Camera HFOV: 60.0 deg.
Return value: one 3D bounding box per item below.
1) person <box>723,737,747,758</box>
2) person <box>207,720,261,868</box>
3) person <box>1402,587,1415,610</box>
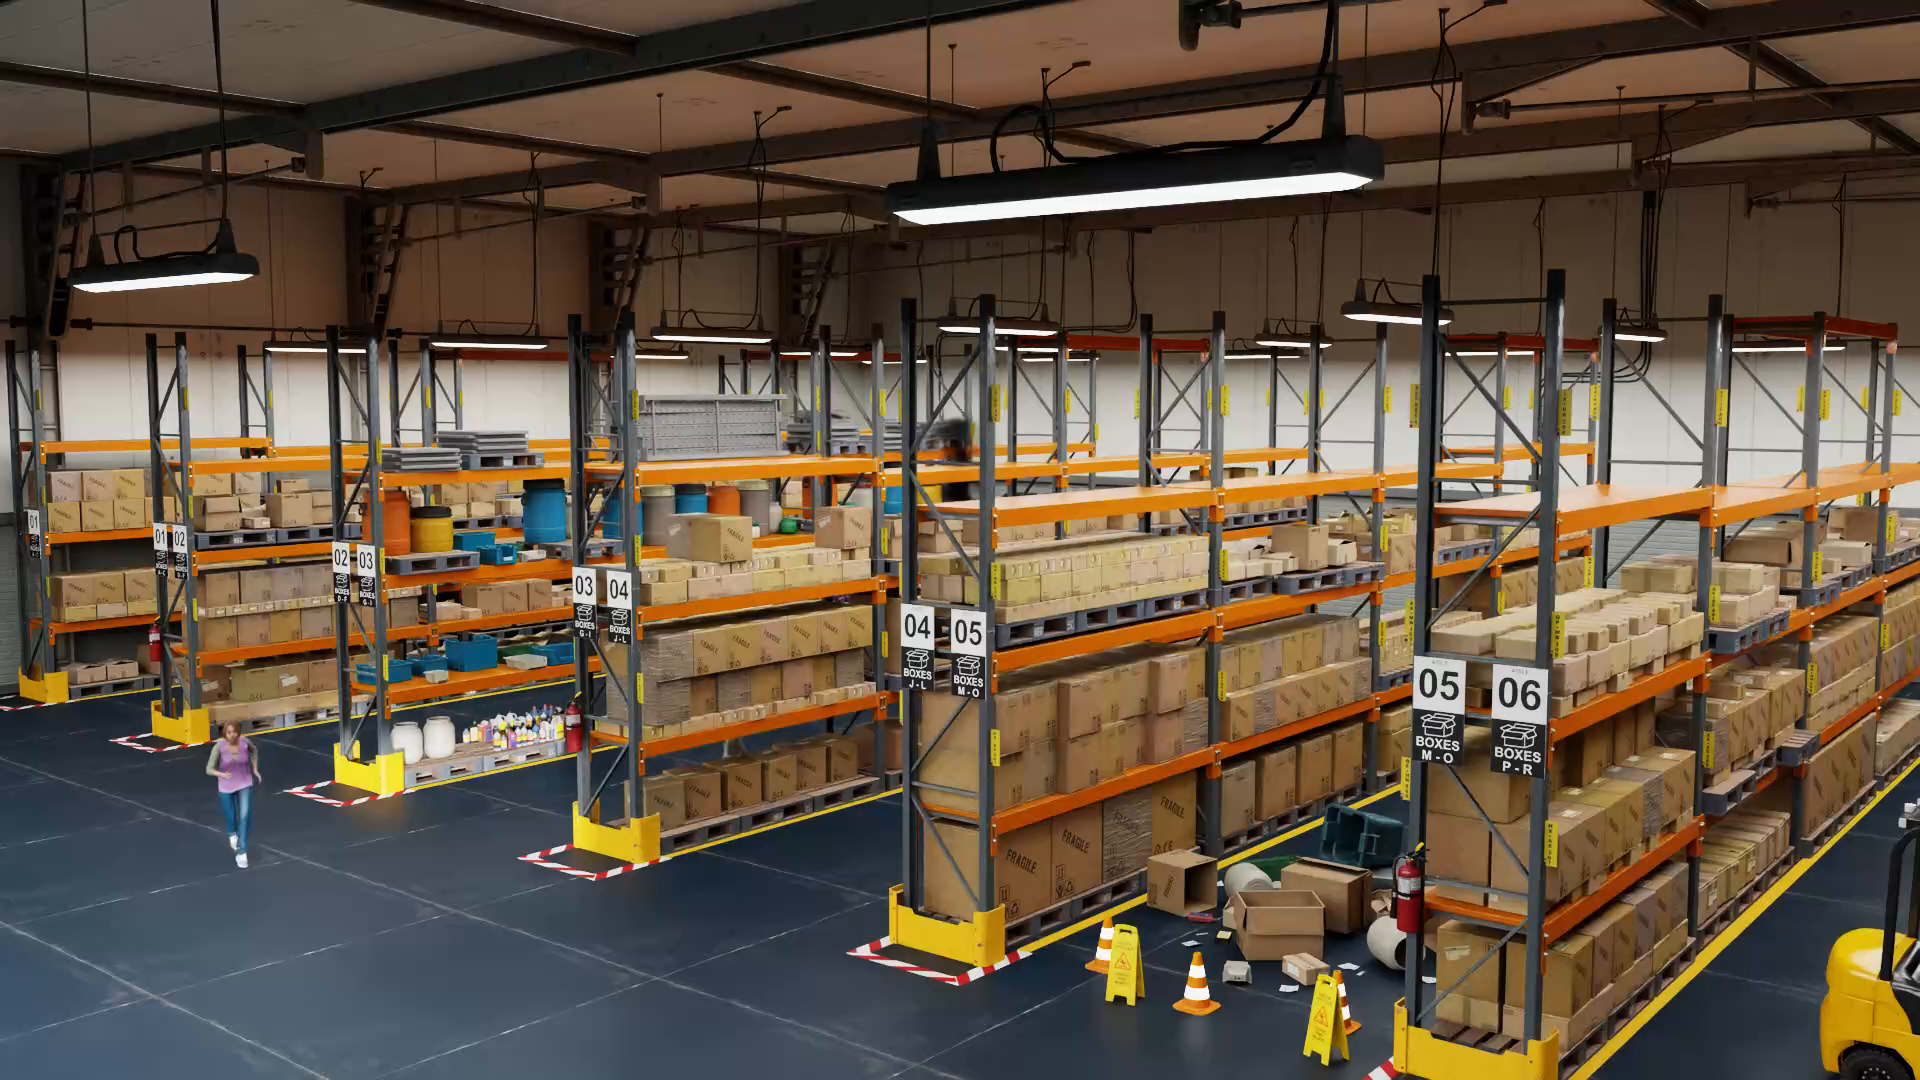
[{"bbox_3d":[-3.083,2.339,22.391,0.567,1.643,0.955,2,6,22],"label":"person"},{"bbox_3d":[-7.955,2.733,18.238,0.546,1.557,0.924,-2,6,-24],"label":"person"},{"bbox_3d":[8.251,1.694,29.906,0.584,1.601,0.853,4,7,38],"label":"person"}]
